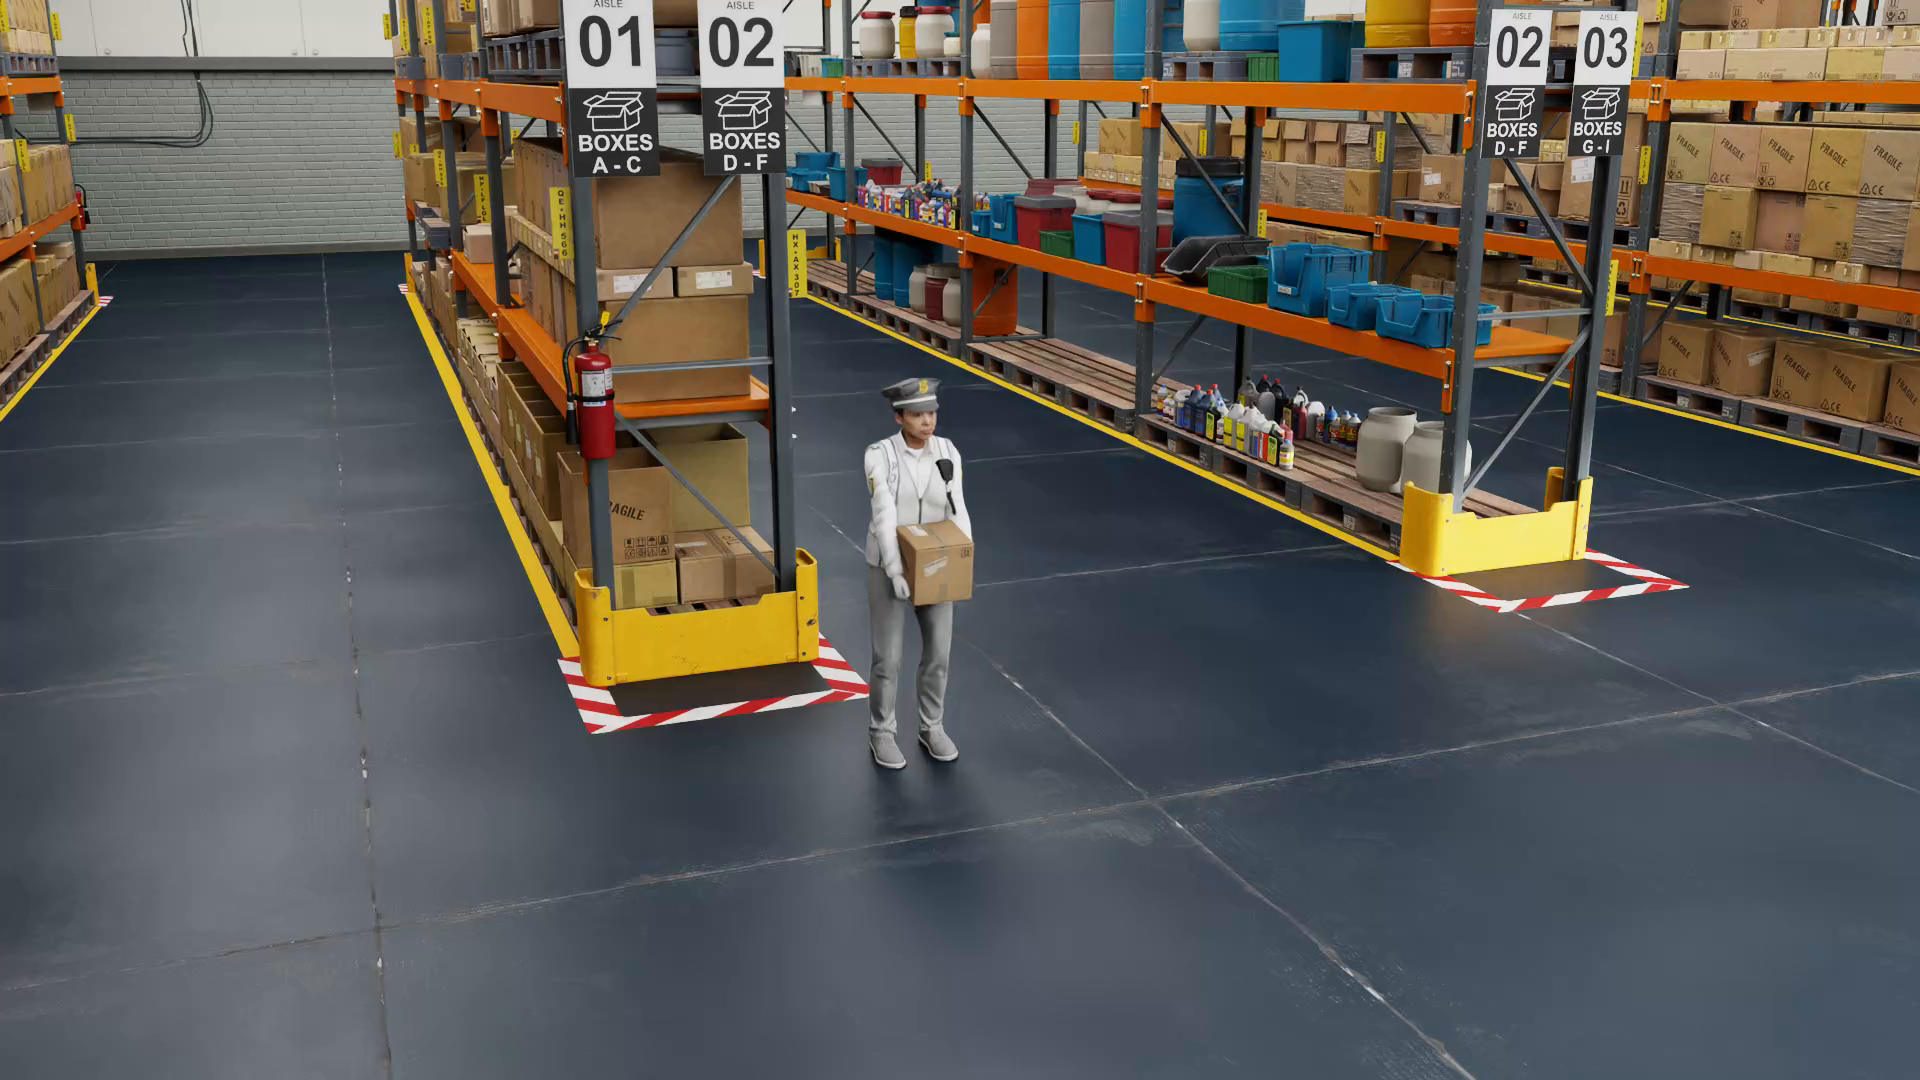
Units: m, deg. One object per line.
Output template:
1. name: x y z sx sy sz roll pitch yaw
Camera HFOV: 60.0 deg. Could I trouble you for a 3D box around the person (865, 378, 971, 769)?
1. person: -0.169 0.146 6.991 0.417 1.682 0.528 -6 17 -21
